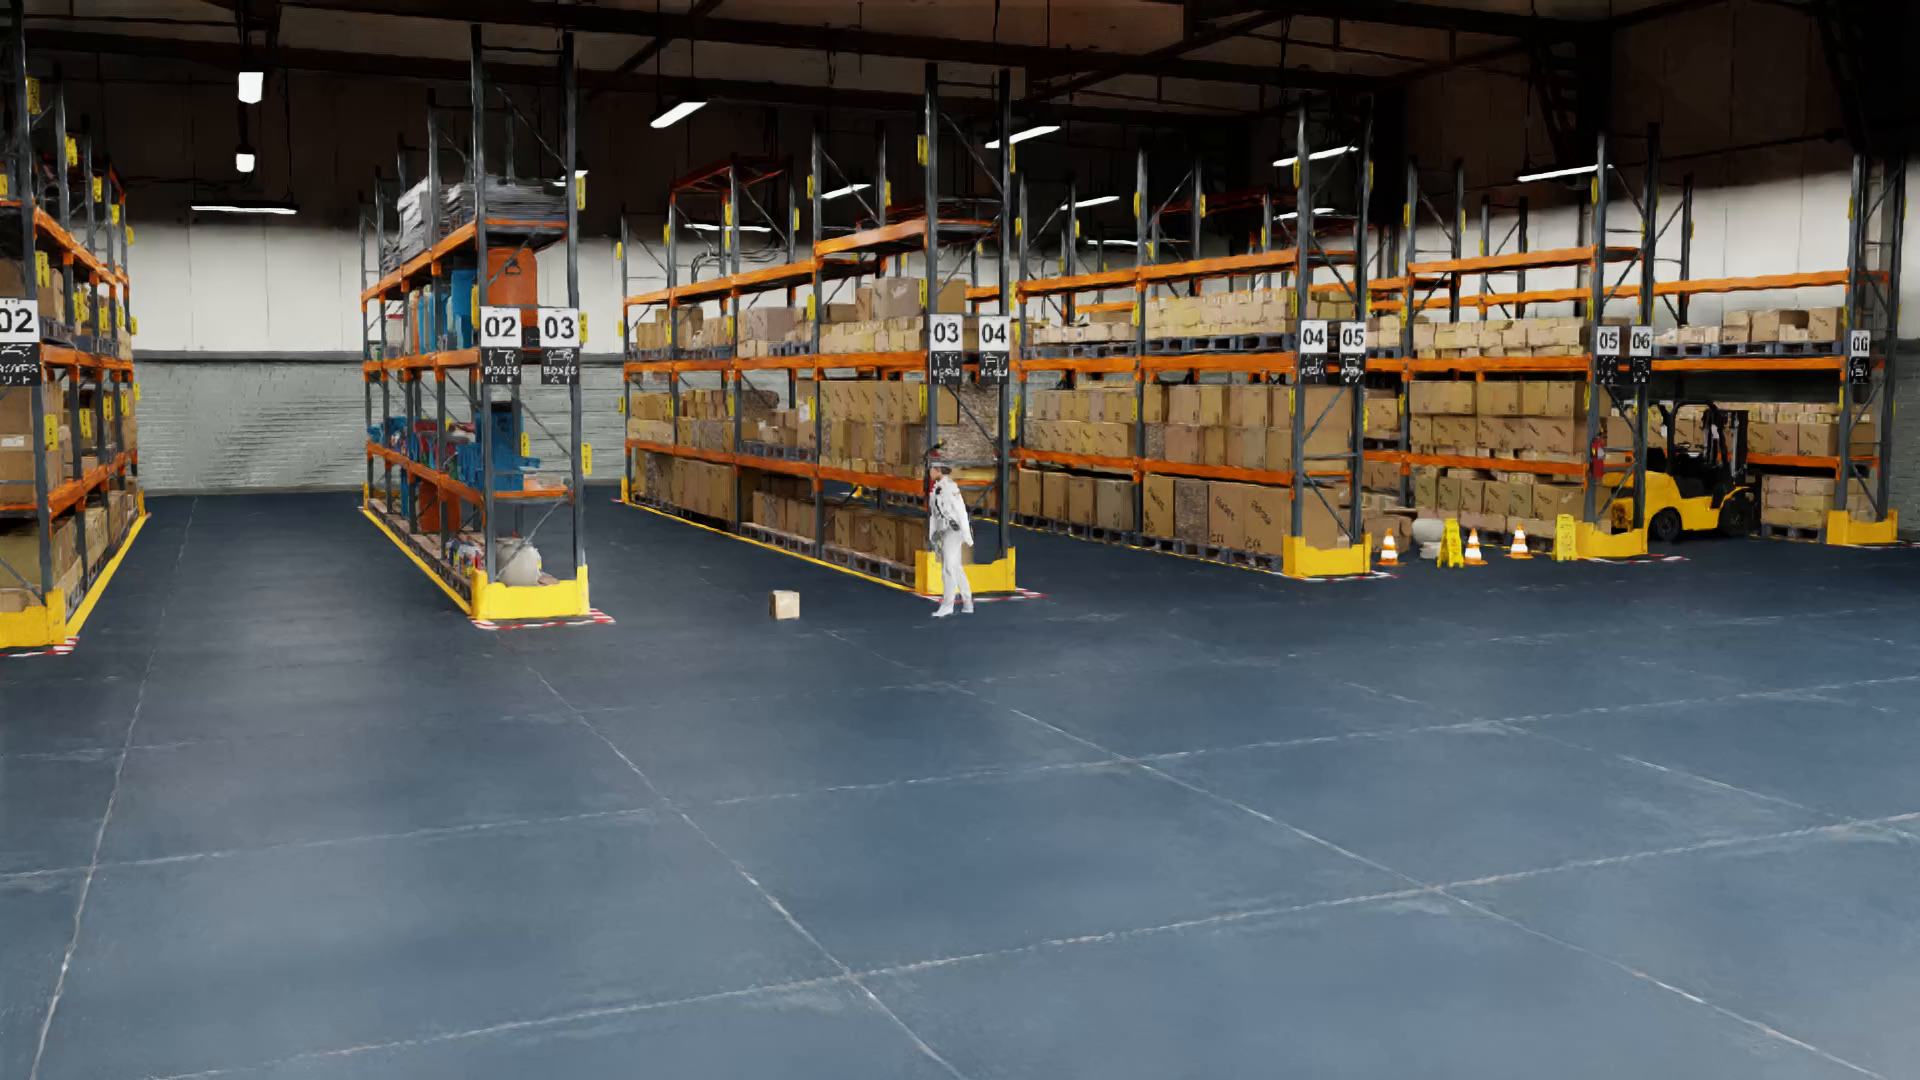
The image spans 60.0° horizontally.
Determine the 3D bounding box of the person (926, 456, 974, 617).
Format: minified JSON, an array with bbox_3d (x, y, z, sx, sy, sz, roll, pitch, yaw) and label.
[{"bbox_3d":[-0.104,-0.047,17.492,0.568,1.663,0.565,-2,6,-20],"label":"person"}]
